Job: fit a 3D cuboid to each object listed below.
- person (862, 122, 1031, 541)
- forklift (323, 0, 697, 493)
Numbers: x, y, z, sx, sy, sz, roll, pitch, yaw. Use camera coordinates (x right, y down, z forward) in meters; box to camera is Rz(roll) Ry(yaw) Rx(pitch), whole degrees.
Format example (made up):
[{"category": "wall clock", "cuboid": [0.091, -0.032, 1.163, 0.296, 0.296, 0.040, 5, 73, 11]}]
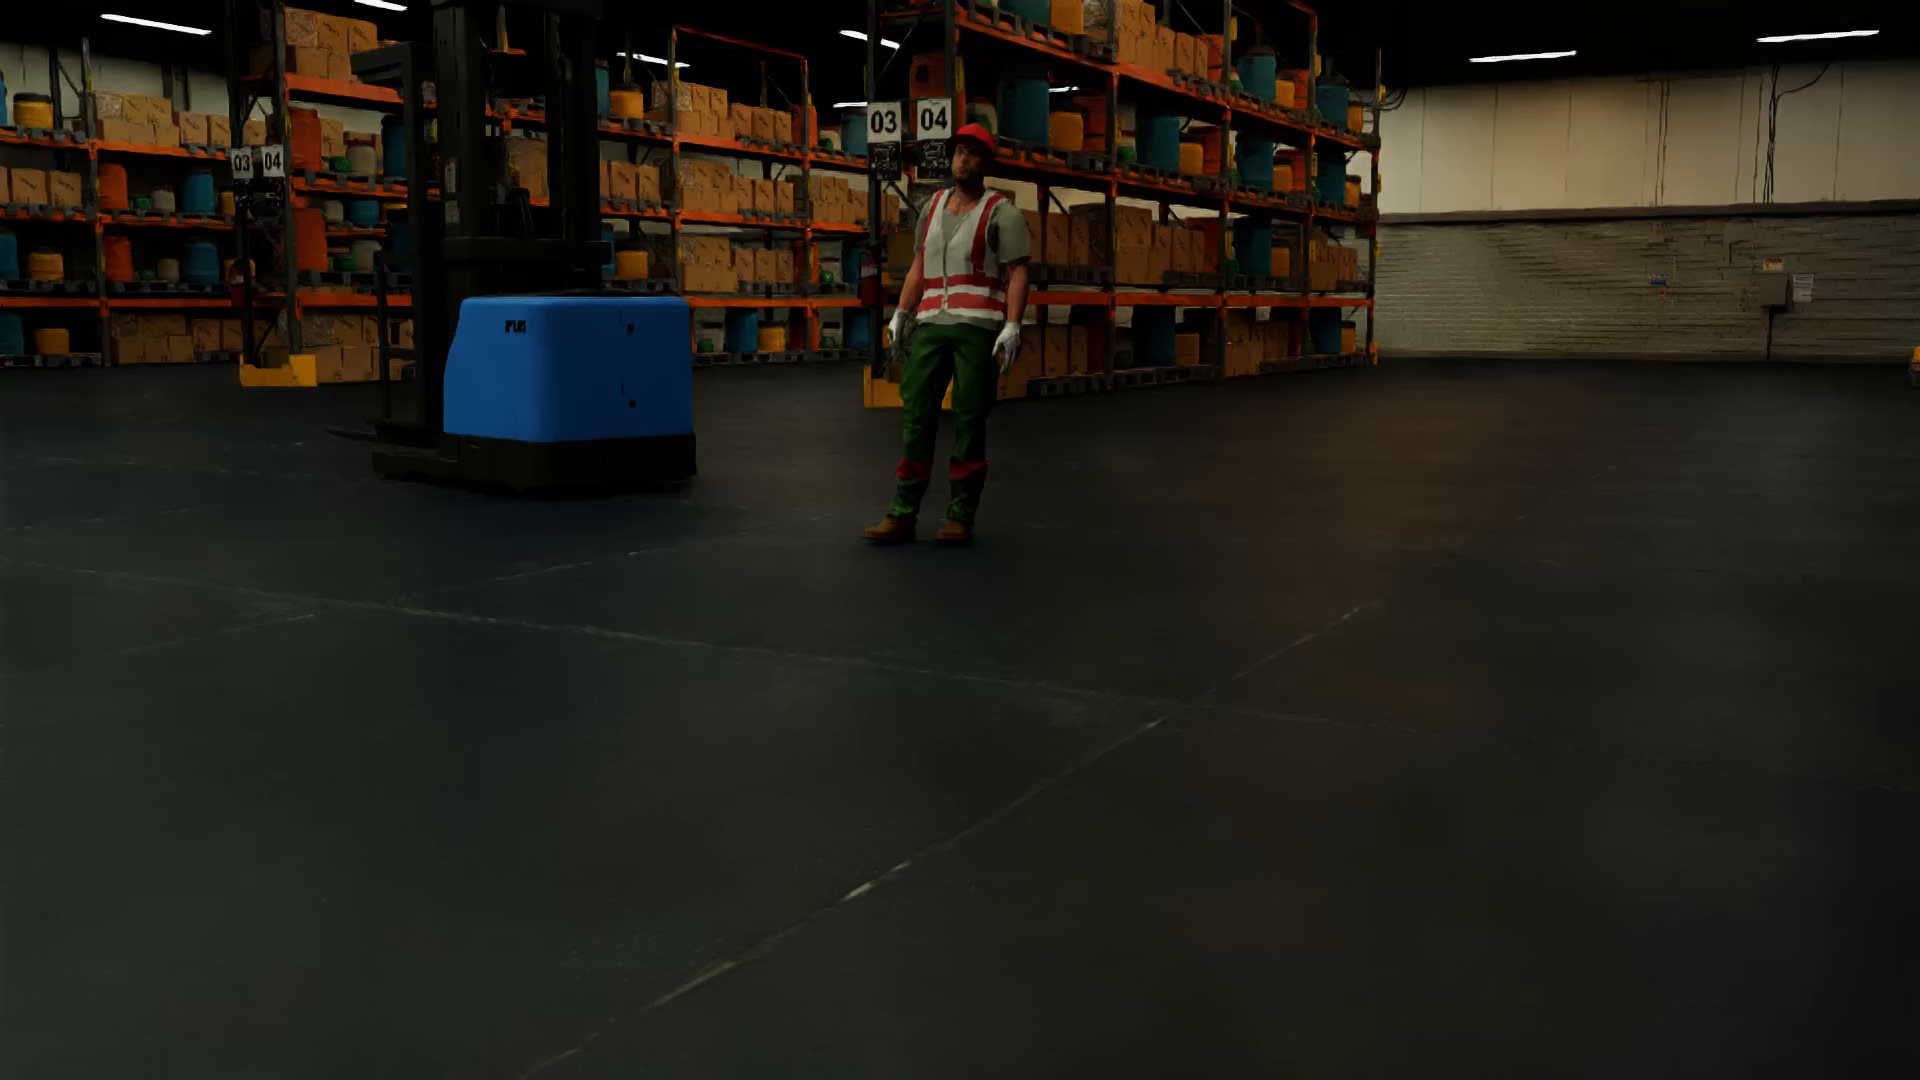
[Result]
[{"category": "person", "cuboid": [-0.049, -0.884, 7.126, 0.637, 1.787, 0.563, 4, 9, 29]}, {"category": "forklift", "cuboid": [-2.905, -1.850, 10.001, 3.031, 2.935, 1.130, 8, 11, 44]}]
